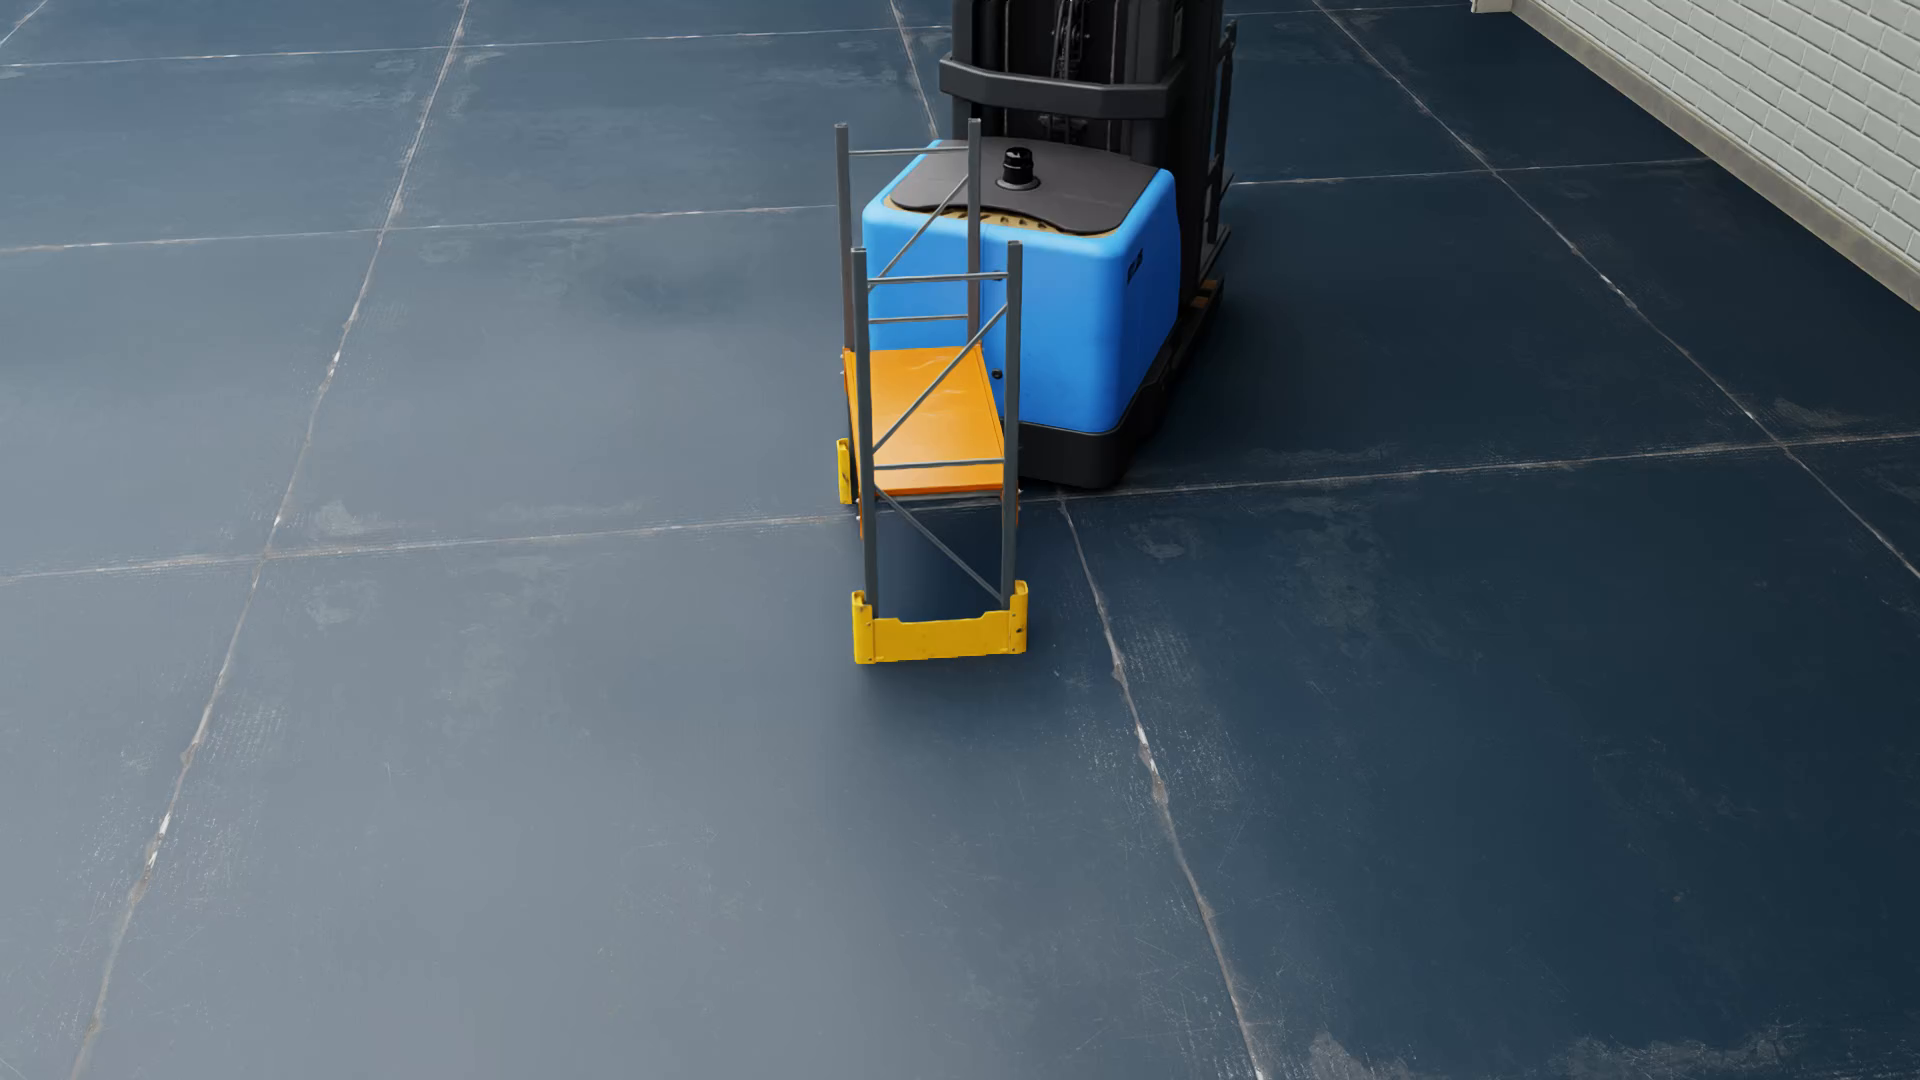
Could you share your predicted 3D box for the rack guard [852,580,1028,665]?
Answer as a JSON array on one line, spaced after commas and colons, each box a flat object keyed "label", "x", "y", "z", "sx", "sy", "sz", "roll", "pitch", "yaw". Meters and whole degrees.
[{"label": "rack guard", "x": -0.067, "y": 0.279, "z": 5.619, "sx": 0.587, "sy": 0.250, "sz": 0.087, "roll": -4, "pitch": 34, "yaw": -5}]

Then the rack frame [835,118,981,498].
[{"label": "rack frame", "x": -0.177, "y": -0.806, "z": 6.101, "sx": 0.500, "sy": 1.500, "sz": 0.032, "roll": -4, "pitch": 34, "yaw": -5}]

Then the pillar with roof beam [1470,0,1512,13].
[{"label": "pillar with roof beam", "x": -0.530, "y": -7.219, "z": 8.852, "sx": 9.100, "sy": 9.000, "sz": 0.400, "roll": -4, "pitch": 35, "yaw": -6}]

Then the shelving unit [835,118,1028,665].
[{"label": "shelving unit", "x": -0.121, "y": -0.516, "z": 5.676, "sx": 0.587, "sy": 1.500, "sz": 1.083, "roll": -4, "pitch": 34, "yaw": -5}]

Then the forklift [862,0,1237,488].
[{"label": "forklift", "x": 0.598, "y": -2.235, "z": 6.927, "sx": 1.130, "sy": 2.935, "sz": 3.031, "roll": 12, "pitch": 36, "yaw": 16}]

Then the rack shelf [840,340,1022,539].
[{"label": "rack shelf", "x": -0.122, "y": -0.373, "z": 5.785, "sx": 0.538, "sy": 0.185, "sz": 1.000, "roll": -4, "pitch": 34, "yaw": -5}]

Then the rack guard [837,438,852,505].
[{"label": "rack guard", "x": -0.175, "y": -0.279, "z": 6.437, "sx": 0.587, "sy": 0.250, "sz": 0.087, "roll": -4, "pitch": 34, "yaw": -5}]

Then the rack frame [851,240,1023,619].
[{"label": "rack frame", "x": -0.066, "y": -0.237, "z": 5.266, "sx": 0.500, "sy": 1.500, "sz": 0.032, "roll": -4, "pitch": 34, "yaw": -5}]
